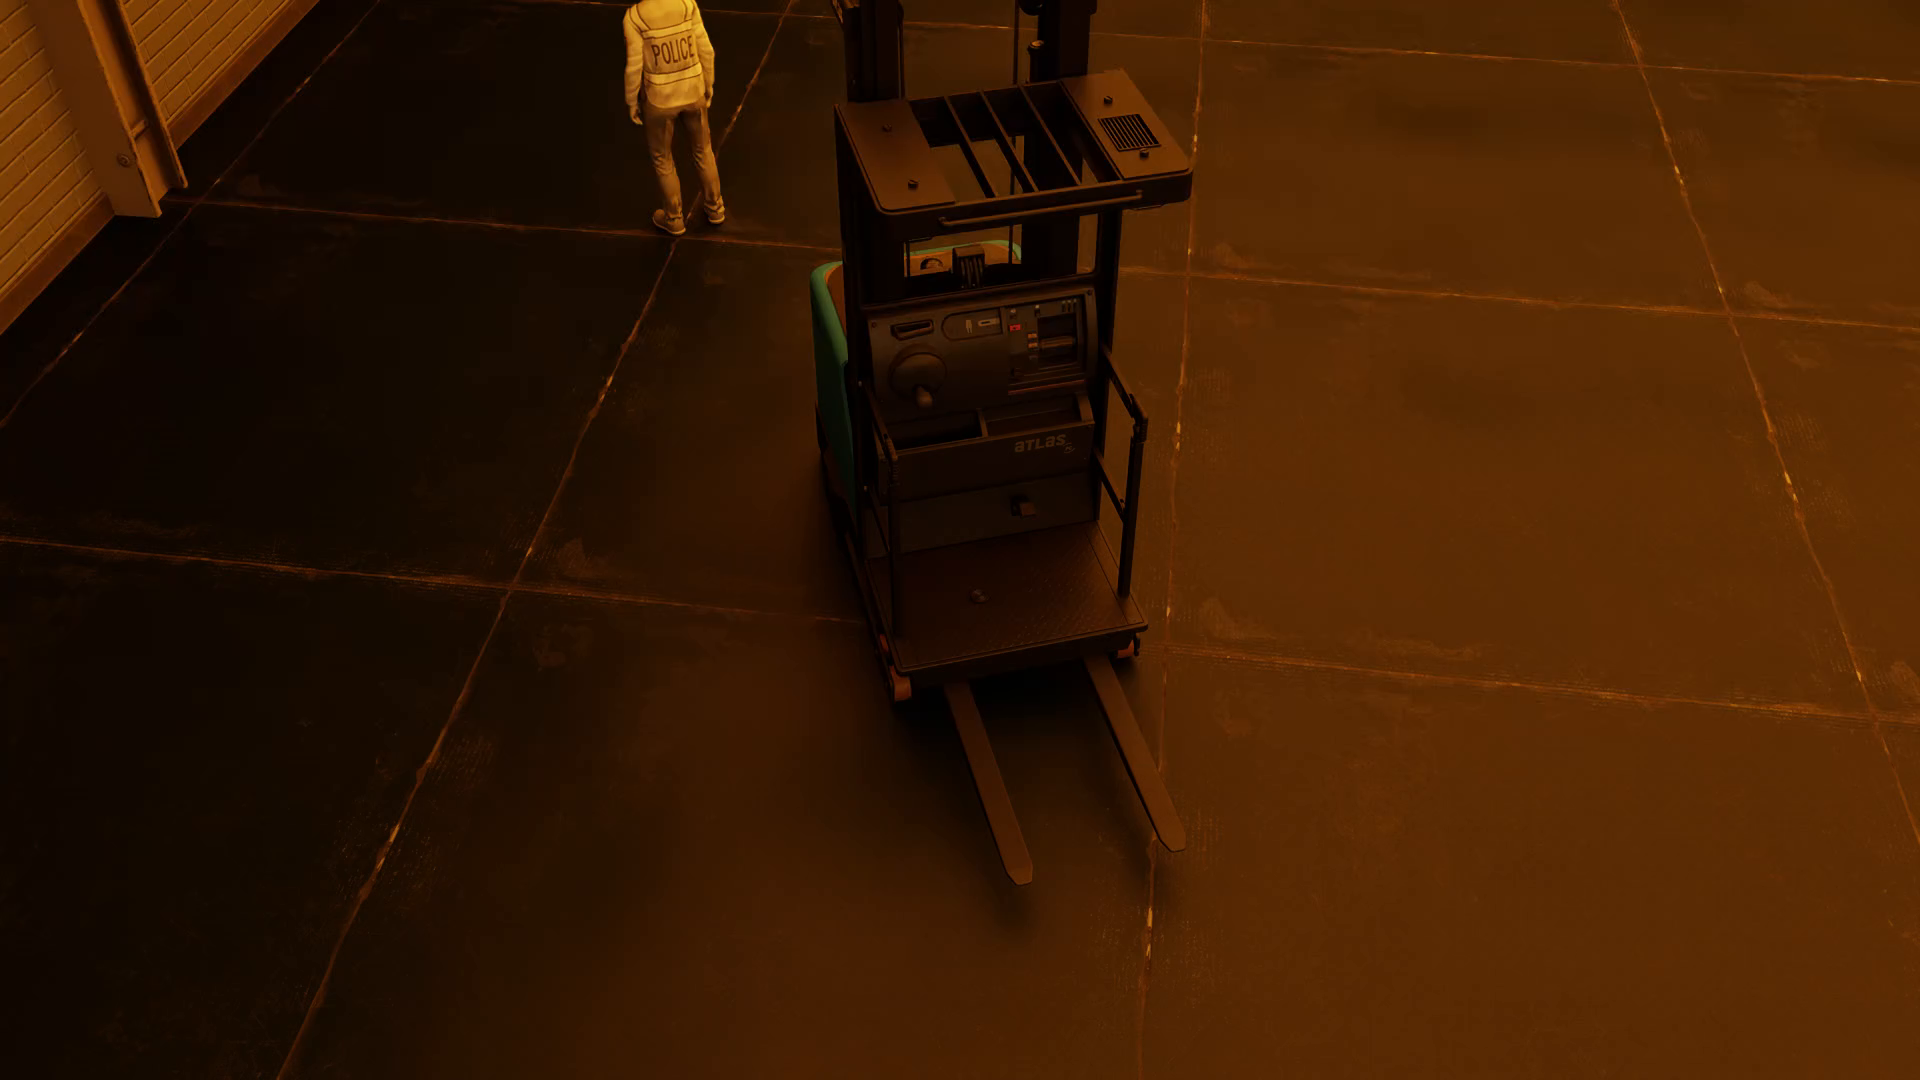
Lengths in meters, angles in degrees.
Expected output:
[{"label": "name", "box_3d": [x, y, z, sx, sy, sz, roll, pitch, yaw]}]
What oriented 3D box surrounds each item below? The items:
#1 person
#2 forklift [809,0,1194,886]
[{"label": "person", "box_3d": [-1.628, -2.506, 9.392, 0.529, 1.662, 0.374, -20, 46, -21]}, {"label": "forklift", "box_3d": [0.153, -0.681, 6.465, 1.130, 2.935, 3.031, -10, 44, -11]}]
